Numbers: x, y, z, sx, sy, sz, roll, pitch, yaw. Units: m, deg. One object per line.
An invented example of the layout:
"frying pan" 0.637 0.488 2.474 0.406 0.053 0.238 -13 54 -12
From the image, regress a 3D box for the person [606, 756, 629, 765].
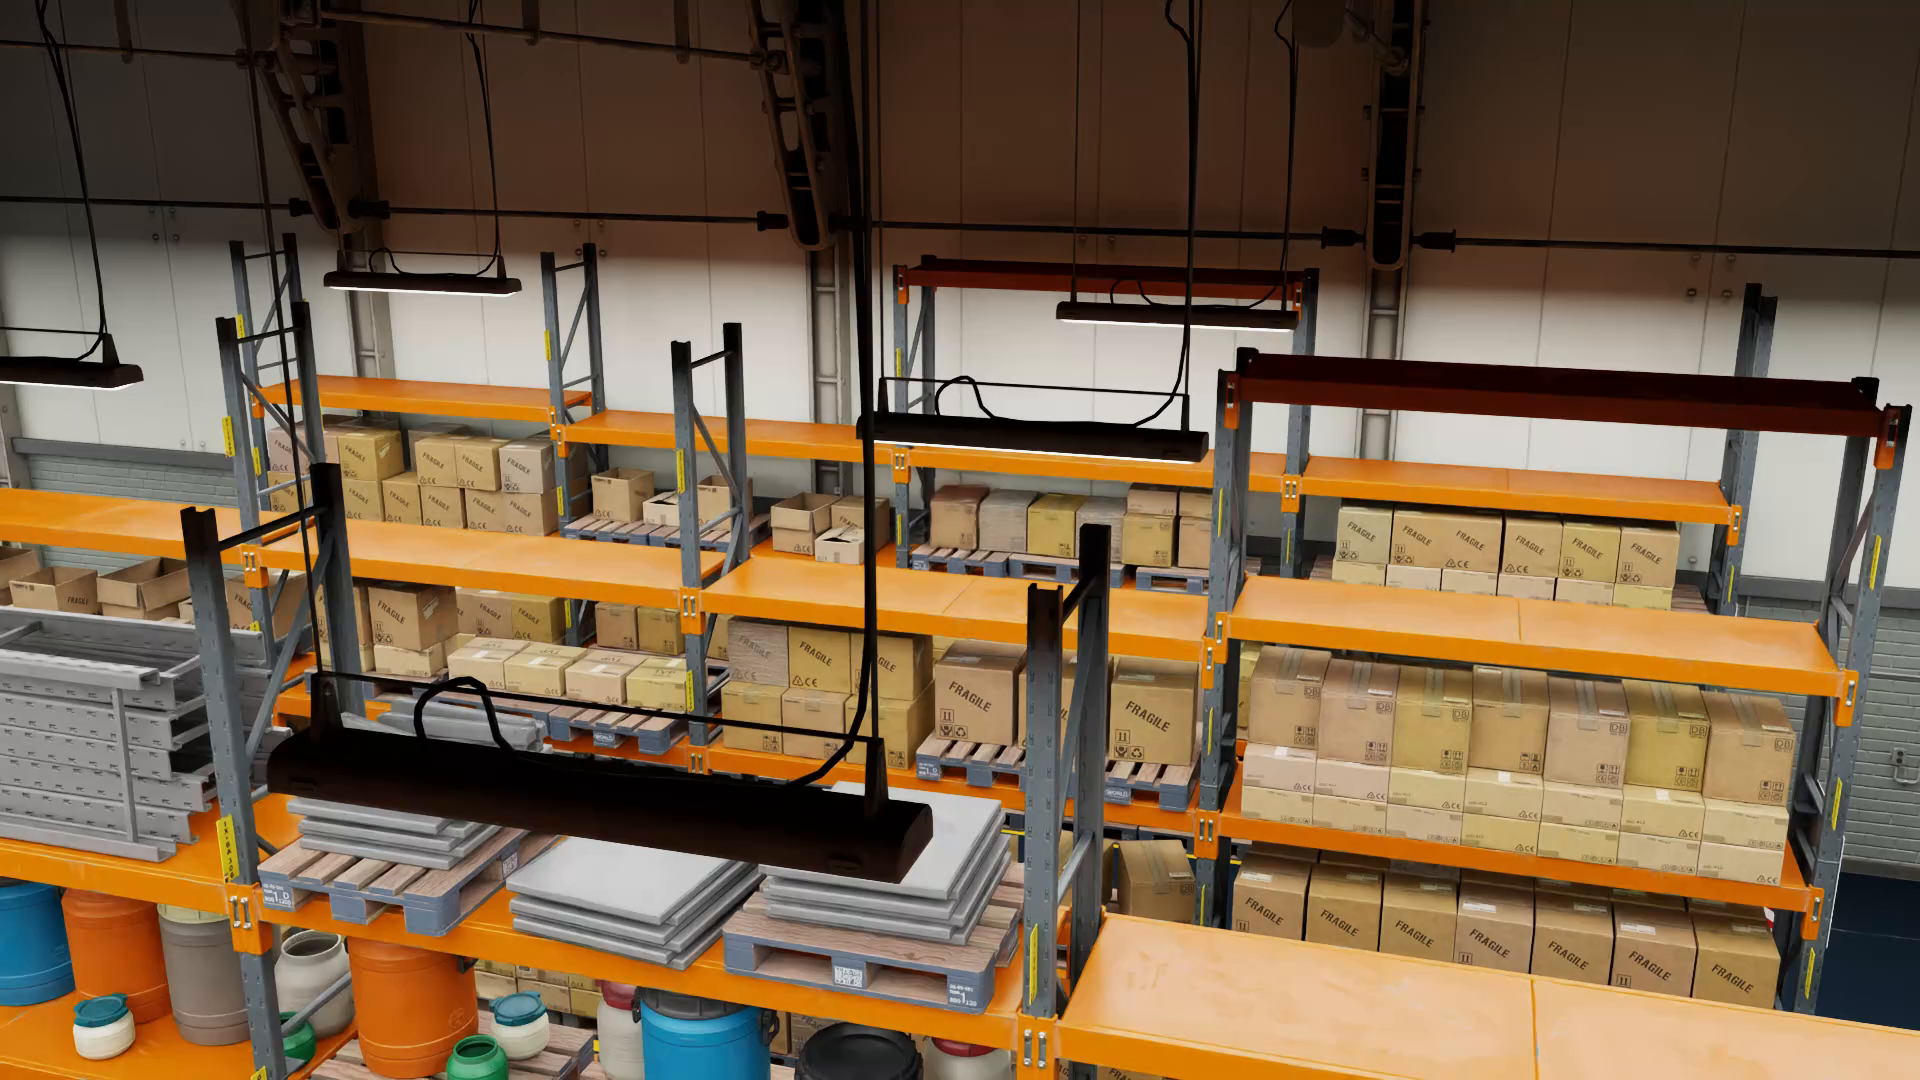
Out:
"person" -3.165 2.805 16.073 0.582 1.654 0.550 9 18 28
